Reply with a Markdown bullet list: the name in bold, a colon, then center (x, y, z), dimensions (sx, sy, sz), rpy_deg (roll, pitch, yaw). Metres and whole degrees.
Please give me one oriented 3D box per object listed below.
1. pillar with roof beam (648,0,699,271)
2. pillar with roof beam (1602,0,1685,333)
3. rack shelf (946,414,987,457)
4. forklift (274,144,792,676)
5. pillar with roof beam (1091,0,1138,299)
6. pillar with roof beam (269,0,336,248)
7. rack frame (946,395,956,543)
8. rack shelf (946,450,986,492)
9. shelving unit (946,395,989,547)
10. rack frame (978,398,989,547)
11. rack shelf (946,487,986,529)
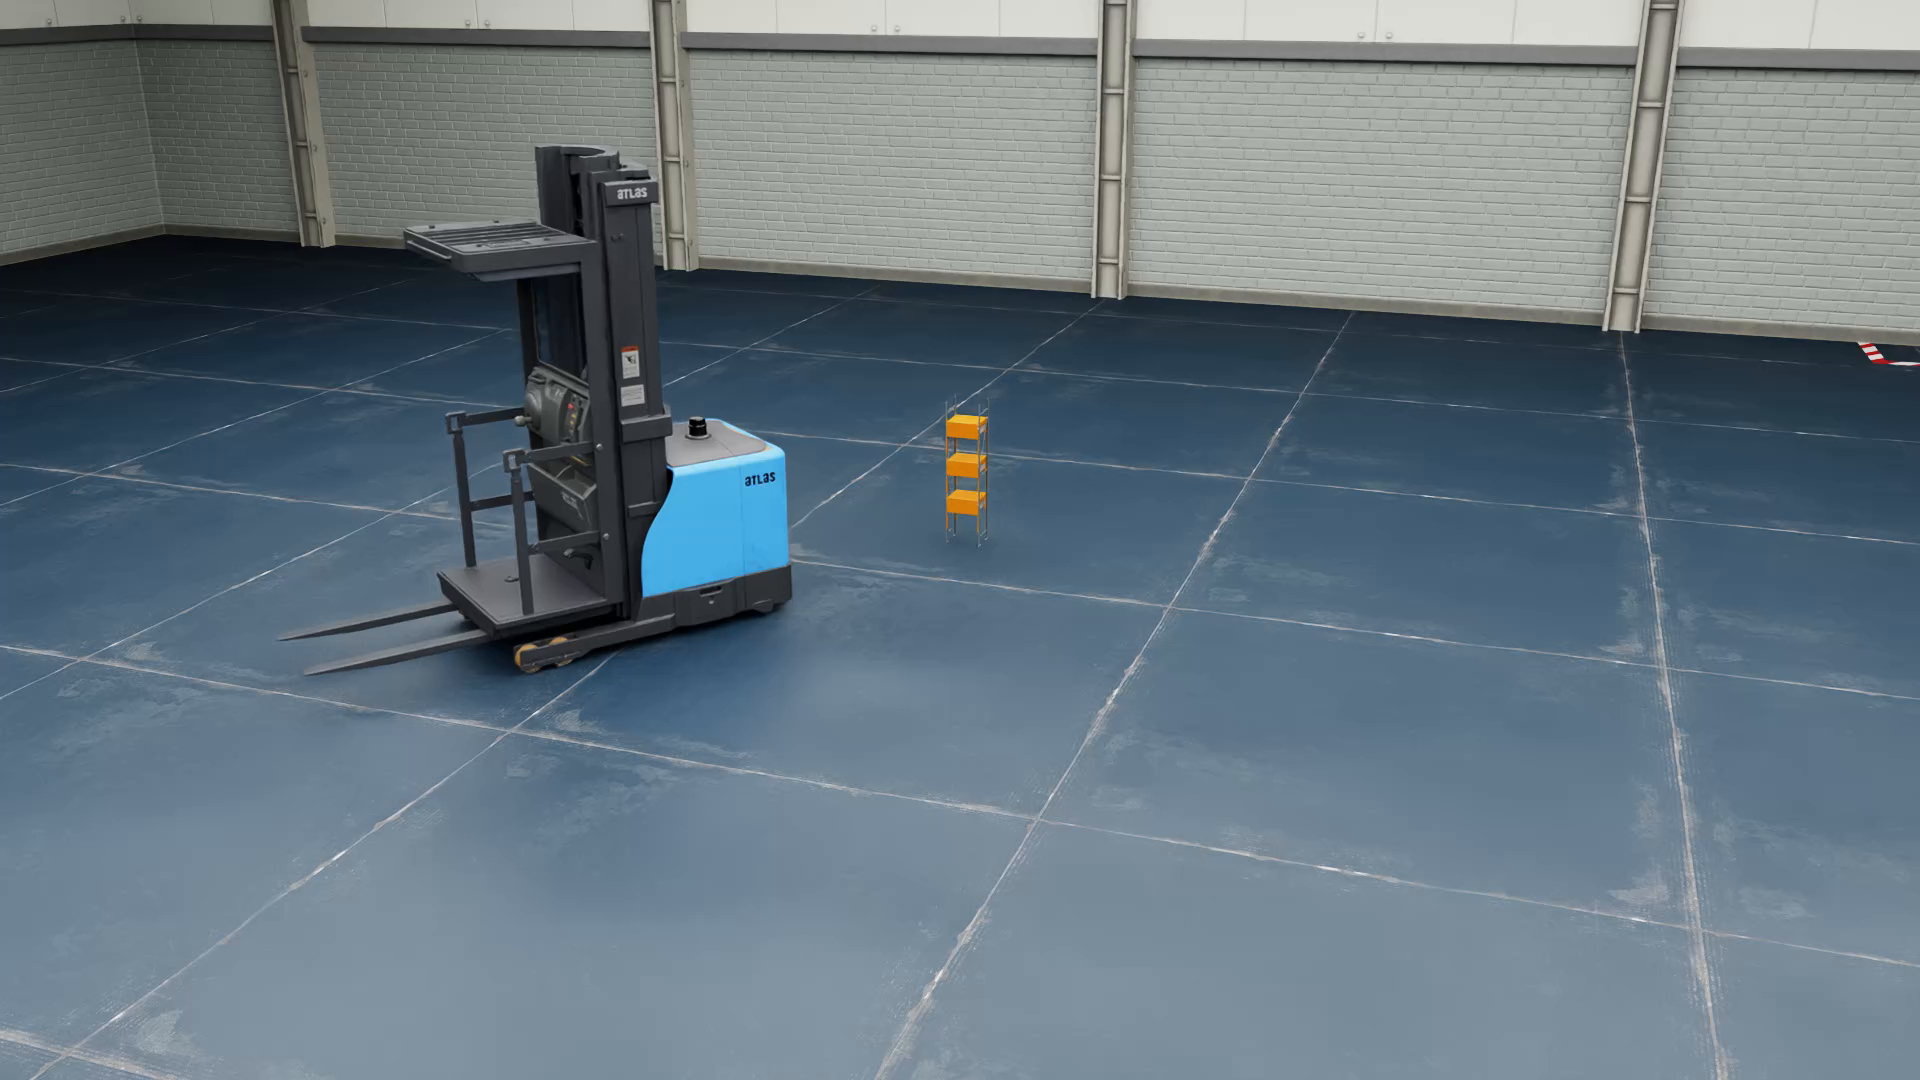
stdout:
- **pillar with roof beam**: center (-5.209, -6.613, 17.376), dimensions (0.400, 9.000, 9.100), rpy_deg (7, 20, 18)
- **pillar with roof beam**: center (6.126, -5.317, 13.657), dimensions (0.400, 9.000, 9.100), rpy_deg (7, 20, 18)
- **rack shelf**: center (0.051, -0.748, 11.797), dimensions (0.240, 0.259, 0.215), rpy_deg (7, 20, 18)
- **forklift**: center (-2.591, -0.796, 9.908), dimensions (3.031, 2.935, 1.130), rpy_deg (-13, 23, -32)
- **pillar with roof beam**: center (0.459, -5.965, 15.517), dimensions (0.400, 9.000, 9.100), rpy_deg (7, 20, 18)
- **pillar with roof beam**: center (-10.877, -7.261, 19.235), dimensions (0.400, 9.000, 9.100), rpy_deg (7, 20, 18)
- **rack frame**: center (-0.065, -0.503, 11.925), dimensions (0.008, 1.050, 0.200), rpy_deg (7, 20, 18)
- **rack shelf**: center (0.051, -0.480, 11.890), dimensions (0.240, 0.259, 0.215), rpy_deg (7, 20, 18)
- **shelving unit**: center (0.051, -0.490, 11.887), dimensions (0.252, 1.050, 0.215), rpy_deg (7, 20, 18)
- **rack frame**: center (0.166, -0.477, 11.849), dimensions (0.008, 1.050, 0.200), rpy_deg (7, 20, 18)
- **rack shelf**: center (0.051, -0.218, 11.982), dimensions (0.240, 0.259, 0.215), rpy_deg (7, 20, 18)
